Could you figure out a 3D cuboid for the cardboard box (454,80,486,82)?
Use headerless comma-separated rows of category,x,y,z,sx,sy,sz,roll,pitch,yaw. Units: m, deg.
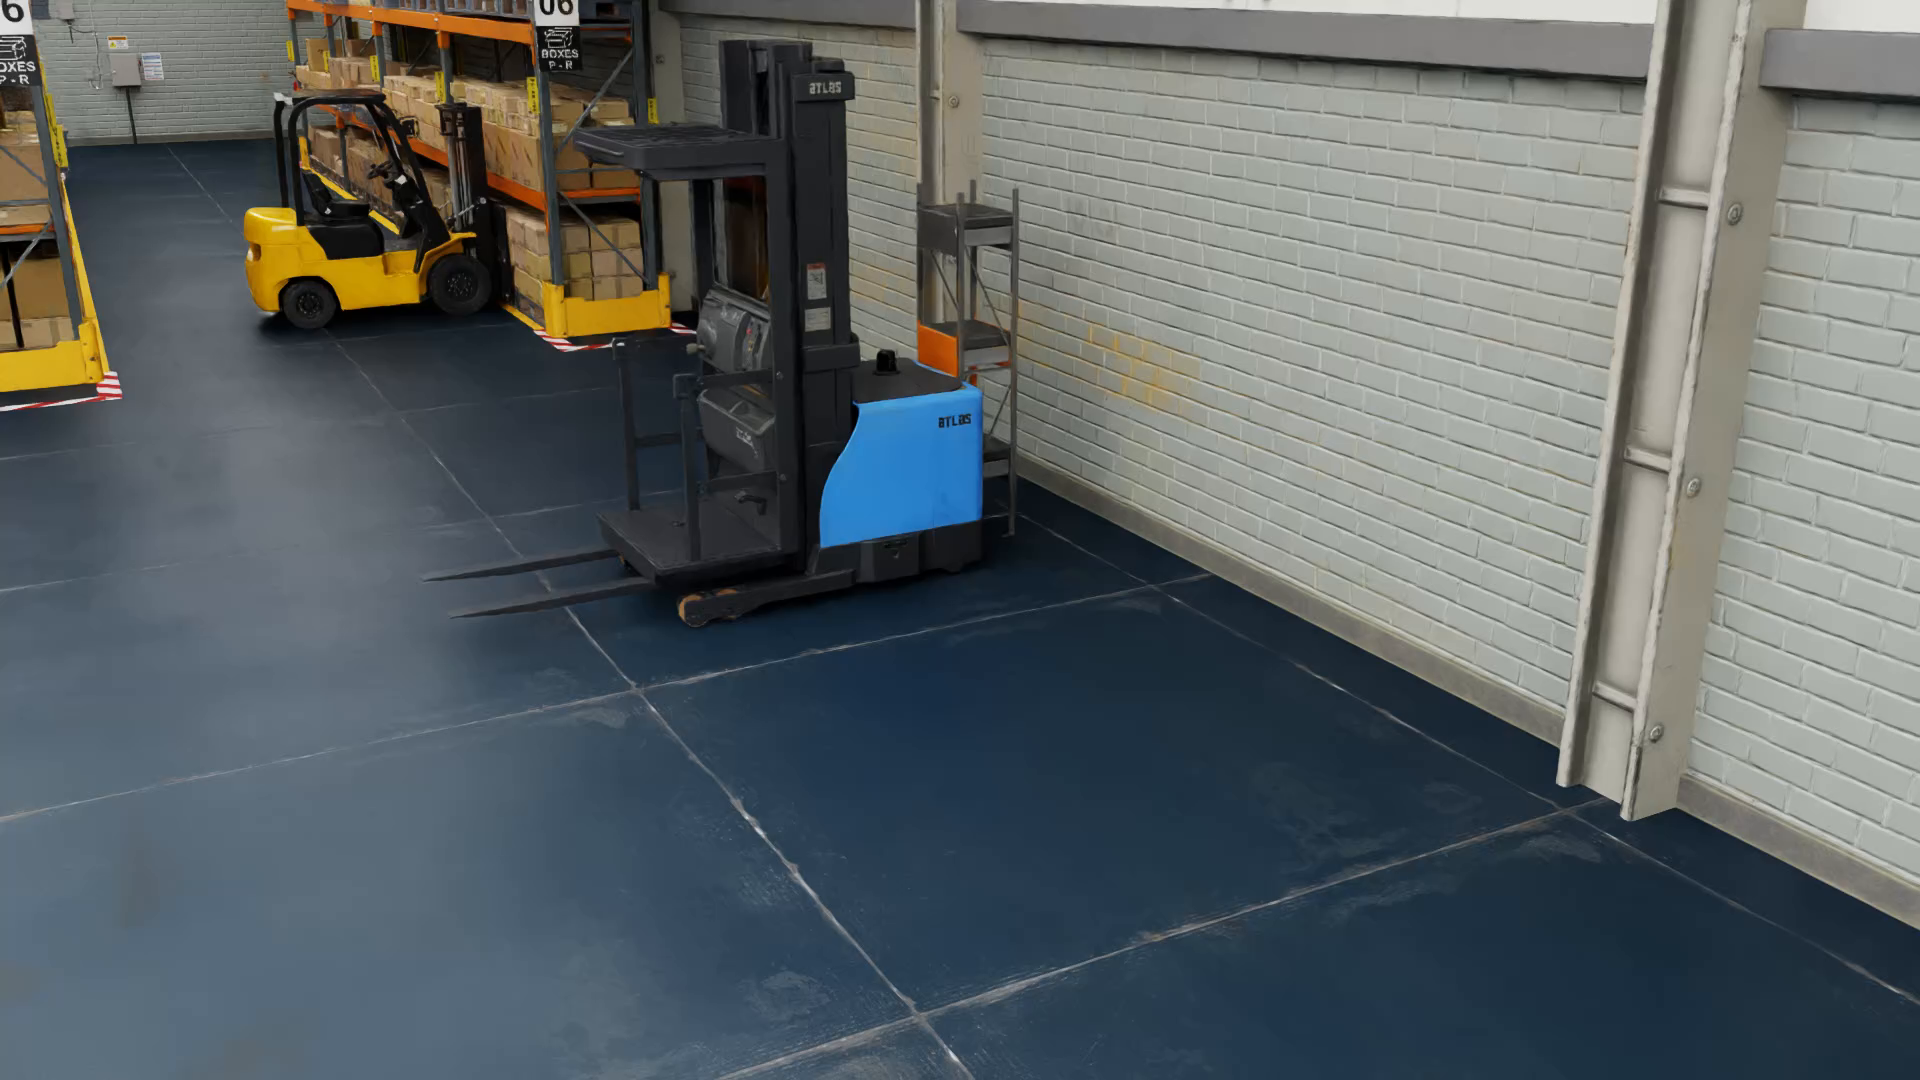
cardboard box,-6.133,-5.693,20.885,0.380,0.149,0.250,-10,22,-28

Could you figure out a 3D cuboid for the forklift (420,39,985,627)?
forklift,-1.398,-1.122,8.890,3.031,2.935,1.130,-10,22,-27

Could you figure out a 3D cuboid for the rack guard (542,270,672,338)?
rack guard,-3.372,-2.264,15.925,1.175,0.500,0.348,-10,21,-27

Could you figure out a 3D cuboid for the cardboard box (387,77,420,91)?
cardboard box,-7.163,-5.889,21.452,0.380,0.149,0.250,-9,21,-25

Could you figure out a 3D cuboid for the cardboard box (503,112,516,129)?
cardboard box,-4.288,-4.157,16.433,0.380,0.149,0.250,-11,22,-28

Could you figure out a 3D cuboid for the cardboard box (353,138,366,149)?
cardboard box,-8.946,-6.009,25.140,0.380,0.149,0.250,-11,22,-28

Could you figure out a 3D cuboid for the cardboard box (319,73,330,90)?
cardboard box,-9.789,-7.217,26.221,0.500,0.250,0.500,-10,21,-26

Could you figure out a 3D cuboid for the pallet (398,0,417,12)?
pallet,-6.248,-6.576,20.281,1.003,0.211,1.213,-9,21,-24

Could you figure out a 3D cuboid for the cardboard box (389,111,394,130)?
cardboard box,-7.187,-5.513,21.738,0.500,0.250,0.500,-10,21,-26

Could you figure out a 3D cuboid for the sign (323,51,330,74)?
sign,-9.556,-7.220,25.129,0.100,0.325,0.005,-10,21,-27

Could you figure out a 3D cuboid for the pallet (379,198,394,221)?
pallet,-7.504,-4.651,23.285,1.003,0.211,1.213,-10,21,-27

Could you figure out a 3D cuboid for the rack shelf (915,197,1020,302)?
rack shelf,0.041,-1.712,9.768,0.431,0.518,0.480,-11,22,-28

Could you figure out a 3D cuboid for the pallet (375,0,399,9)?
pallet,-6.782,-6.896,21.210,1.213,0.211,1.003,-9,21,-24

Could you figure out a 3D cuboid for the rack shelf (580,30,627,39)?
rack shelf,-4.333,-5.172,16.806,0.831,0.071,3.687,-10,21,-27

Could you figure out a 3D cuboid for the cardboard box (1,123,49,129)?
cardboard box,-8.472,-3.488,15.032,0.500,0.500,0.500,-10,22,-28

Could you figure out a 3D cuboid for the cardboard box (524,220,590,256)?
cardboard box,-3.877,-2.907,15.997,0.500,0.250,0.500,-9,21,-25

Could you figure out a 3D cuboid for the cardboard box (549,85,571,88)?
cardboard box,-4.366,-4.758,17.718,0.380,0.149,0.250,-10,22,-28

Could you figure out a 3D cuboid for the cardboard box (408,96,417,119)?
cardboard box,-6.453,-5.309,20.382,0.500,0.250,0.500,-10,21,-26

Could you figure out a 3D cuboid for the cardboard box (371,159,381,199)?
cardboard box,-8.052,-5.149,23.642,0.500,0.500,0.500,-9,21,-24

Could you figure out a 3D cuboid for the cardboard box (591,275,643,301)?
cardboard box,-3.445,-2.522,16.414,0.500,0.250,0.500,-10,21,-26

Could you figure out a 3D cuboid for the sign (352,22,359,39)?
sign,-10.483,-8.822,28.840,0.100,0.325,0.005,-10,21,-27

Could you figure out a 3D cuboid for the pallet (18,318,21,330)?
pallet,-8.716,-1.974,15.529,1.003,0.211,1.213,-10,21,-27

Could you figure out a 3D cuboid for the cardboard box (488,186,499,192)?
cardboard box,-5.330,-3.784,18.538,0.500,0.250,0.500,-10,22,-27

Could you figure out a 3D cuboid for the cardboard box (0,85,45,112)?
cardboard box,-9.620,-4.396,17.019,0.500,0.500,0.500,-9,21,-25

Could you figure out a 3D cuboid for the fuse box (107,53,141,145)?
fuse box,-16.128,-8.565,32.329,0.539,1.711,0.414,-10,21,-27

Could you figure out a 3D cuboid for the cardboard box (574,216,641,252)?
cardboard box,-3.445,-2.991,16.239,0.500,0.250,0.500,-10,22,-27

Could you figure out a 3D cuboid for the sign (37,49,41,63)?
sign,-12.976,-6.724,23.365,0.100,0.325,0.005,-10,21,-27

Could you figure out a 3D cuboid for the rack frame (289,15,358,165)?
rack frame,-10.981,-8.045,28.848,1.000,3.000,0.127,-10,21,-27

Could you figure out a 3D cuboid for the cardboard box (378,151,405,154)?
cardboard box,-7.883,-5.331,23.175,0.380,0.149,0.250,-11,22,-28

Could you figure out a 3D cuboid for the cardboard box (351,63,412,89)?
cardboard box,-8.120,-6.436,23.382,0.797,0.503,0.637,-11,22,-28

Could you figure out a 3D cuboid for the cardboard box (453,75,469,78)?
cardboard box,-6.627,-5.983,21.723,0.380,0.149,0.250,-9,21,-25

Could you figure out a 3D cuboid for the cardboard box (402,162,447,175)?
cardboard box,-6.898,-4.643,21.986,0.875,0.625,0.625,-9,21,-25

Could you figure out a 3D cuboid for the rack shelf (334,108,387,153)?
rack shelf,-8.132,-5.983,23.974,1.077,0.370,4.000,-10,21,-27

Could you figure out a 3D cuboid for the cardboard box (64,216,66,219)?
cardboard box,-9.133,-2.955,16.520,0.500,0.500,0.500,-10,22,-27

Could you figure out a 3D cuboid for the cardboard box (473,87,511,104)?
cardboard box,-4.881,-4.664,17.447,0.380,0.149,0.250,-10,22,-28

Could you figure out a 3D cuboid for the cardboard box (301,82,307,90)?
cardboard box,-11.067,-7.790,28.492,0.380,0.149,0.250,-10,21,-27

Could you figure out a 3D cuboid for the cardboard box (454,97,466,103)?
cardboard box,-5.363,-4.822,18.359,0.380,0.149,0.250,-10,22,-28

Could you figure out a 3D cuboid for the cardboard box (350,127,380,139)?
cardboard box,-8.980,-6.150,25.093,0.380,0.149,0.250,-11,22,-29

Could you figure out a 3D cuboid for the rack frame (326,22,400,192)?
rack frame,-9.082,-6.897,25.520,1.000,3.000,0.127,-10,21,-27

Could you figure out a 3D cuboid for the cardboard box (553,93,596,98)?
cardboard box,-3.839,-4.375,16.608,0.380,0.149,0.250,-9,21,-25

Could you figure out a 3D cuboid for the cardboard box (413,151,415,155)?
cardboard box,-7.661,-5.569,23.867,0.380,0.149,0.250,-10,22,-28

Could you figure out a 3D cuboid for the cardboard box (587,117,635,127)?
cardboard box,-3.316,-3.944,15.814,0.380,0.149,0.250,-11,22,-28

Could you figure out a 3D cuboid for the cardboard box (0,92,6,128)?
cardboard box,-8.866,-3.897,14.685,0.700,0.500,0.500,-10,21,-27

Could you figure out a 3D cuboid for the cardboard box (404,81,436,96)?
cardboard box,-6.668,-5.597,20.604,0.380,0.149,0.250,-9,21,-26

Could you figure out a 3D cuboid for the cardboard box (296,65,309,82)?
cardboard box,-11.003,-7.943,28.325,0.500,0.250,0.500,-10,21,-26

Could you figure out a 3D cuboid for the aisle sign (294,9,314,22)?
aisle sign,-11.272,-9.248,28.349,0.394,0.787,0.004,-10,21,-27

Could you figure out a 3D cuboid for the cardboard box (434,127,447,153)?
cardboard box,-5.753,-4.634,19.191,0.500,0.250,0.500,-9,21,-25

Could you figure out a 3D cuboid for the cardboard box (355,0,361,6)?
cardboard box,-7.879,-7.350,22.464,0.500,0.250,0.500,-10,21,-26

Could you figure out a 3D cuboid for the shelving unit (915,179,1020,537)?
shelving unit,0.041,-1.063,9.992,0.431,2.100,0.503,-11,22,-28

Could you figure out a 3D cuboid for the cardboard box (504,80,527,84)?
cardboard box,-4.866,-5.050,18.564,0.380,0.149,0.250,-10,21,-27

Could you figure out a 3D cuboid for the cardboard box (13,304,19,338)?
cardboard box,-8.610,-1.921,14.672,0.500,0.250,0.500,-10,21,-26

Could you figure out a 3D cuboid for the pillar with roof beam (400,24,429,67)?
pillar with roof beam,-12.408,-9.406,23.593,9.100,9.000,0.400,-10,21,-27

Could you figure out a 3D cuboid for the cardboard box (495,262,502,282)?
cardboard box,-4.609,-2.872,17.426,0.500,0.250,0.500,-9,21,-25
